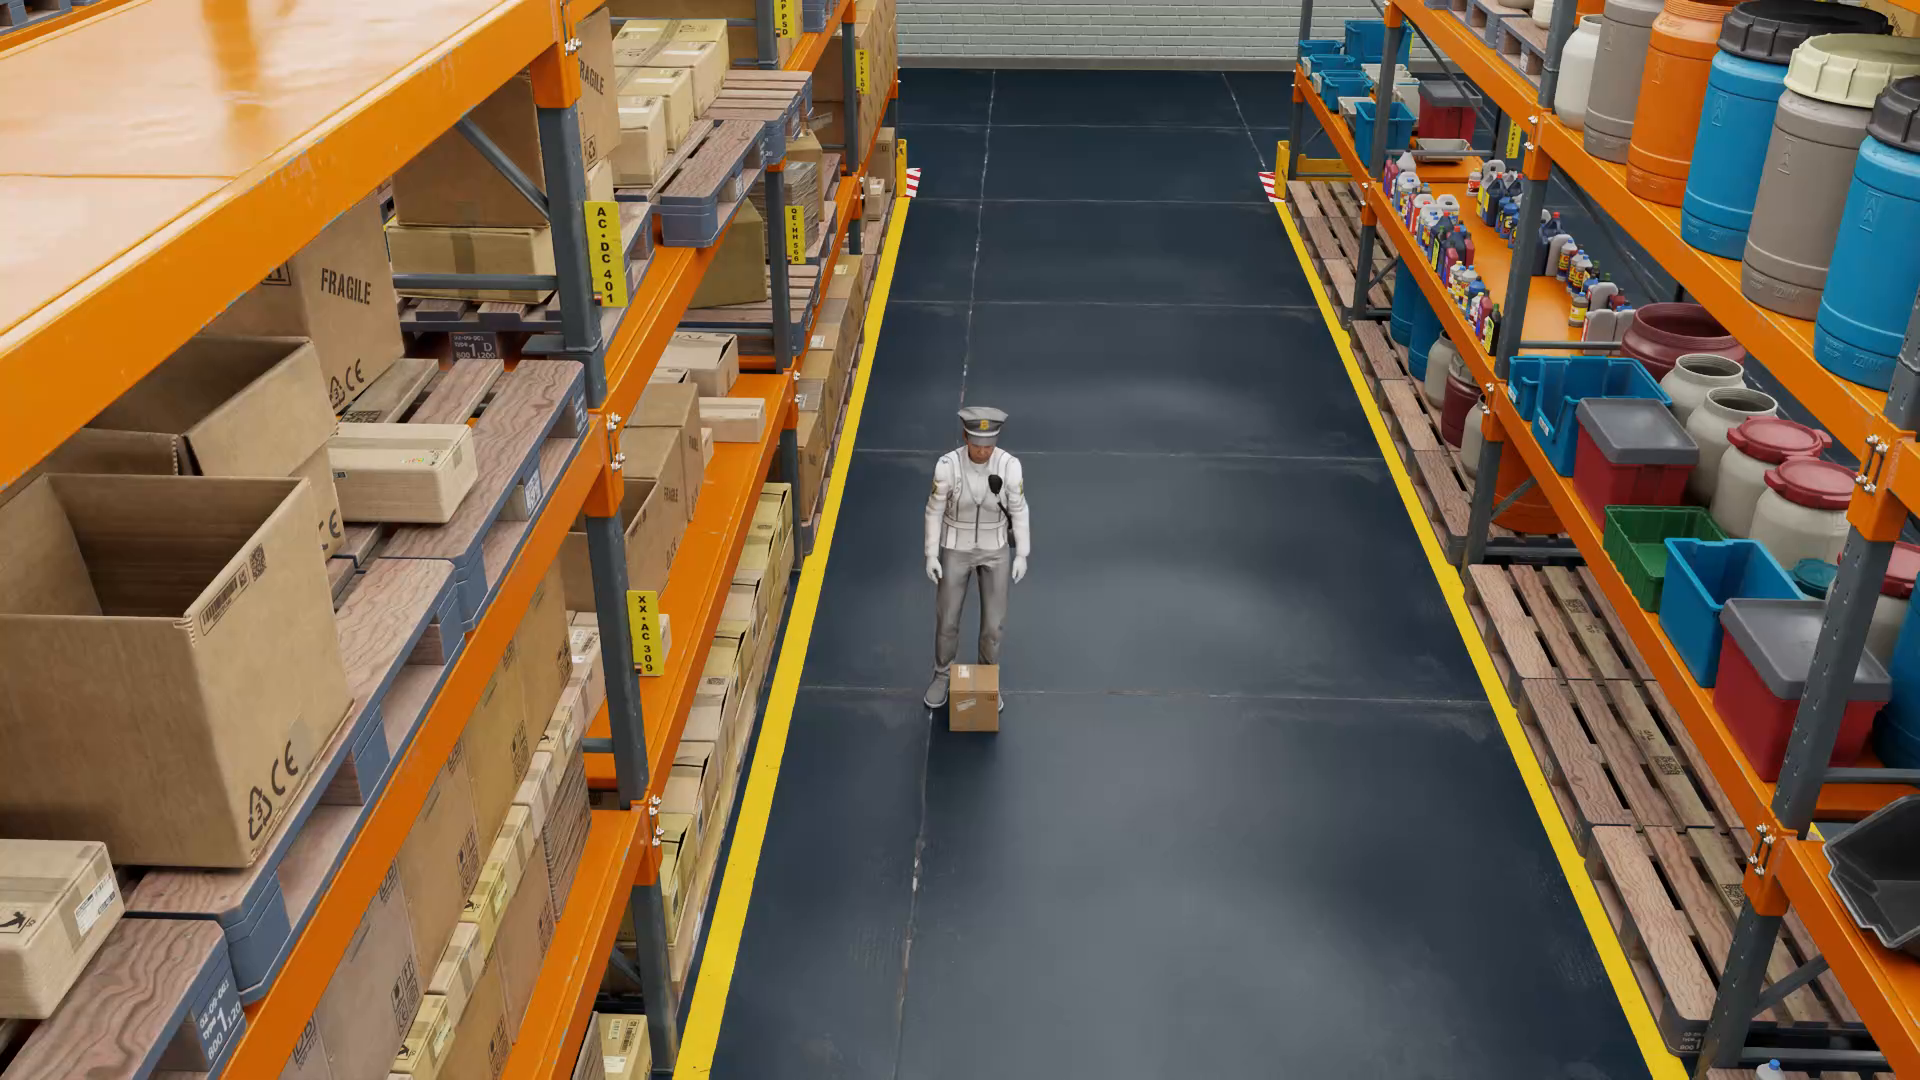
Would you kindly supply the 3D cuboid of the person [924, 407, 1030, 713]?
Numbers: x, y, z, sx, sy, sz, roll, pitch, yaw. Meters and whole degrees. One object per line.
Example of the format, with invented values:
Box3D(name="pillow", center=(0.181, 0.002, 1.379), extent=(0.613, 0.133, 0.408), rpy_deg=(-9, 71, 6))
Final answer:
Box3D(name="person", center=(0.084, 0.087, 8.451), extent=(0.547, 1.666, 0.410), rpy_deg=(0, 28, -1))
